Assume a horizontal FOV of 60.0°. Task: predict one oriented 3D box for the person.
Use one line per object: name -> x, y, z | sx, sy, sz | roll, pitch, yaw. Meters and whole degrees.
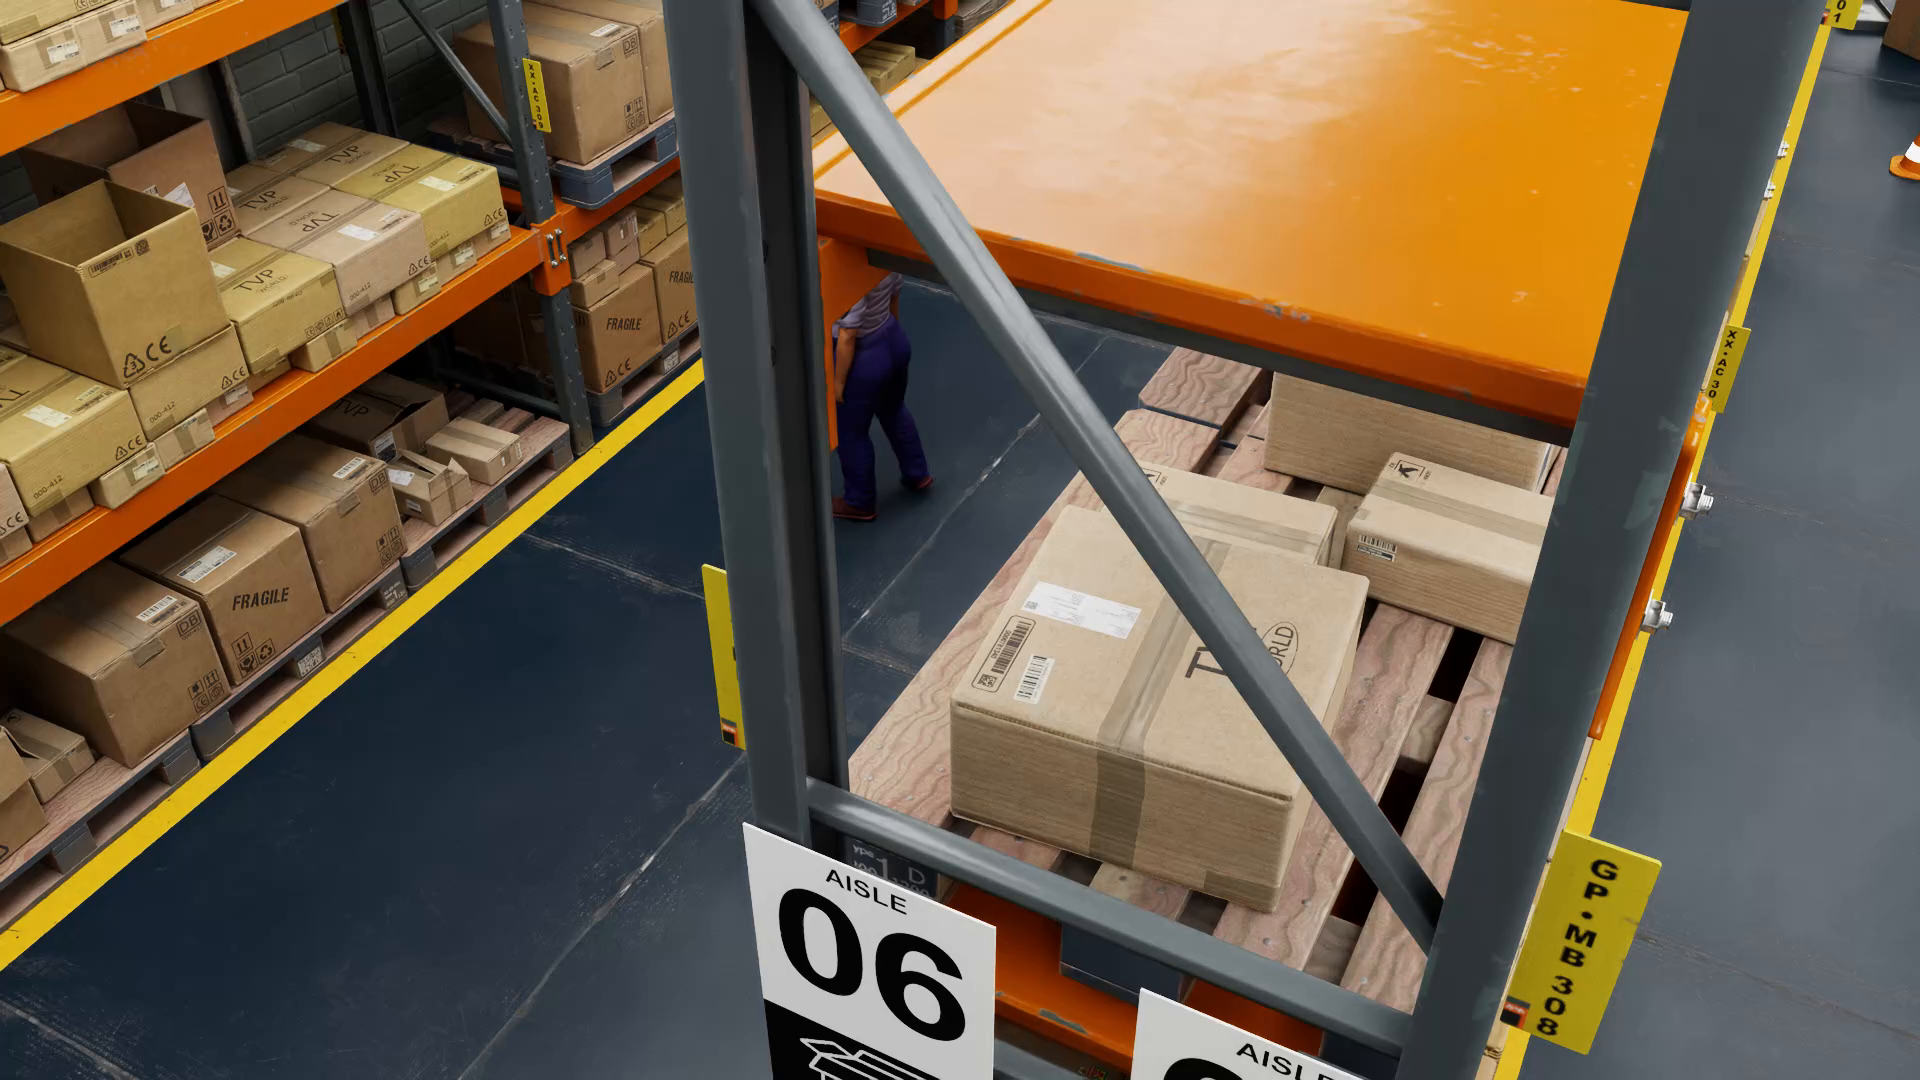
person -> -0.407, -0.828, 7.767 | 0.440, 1.716, 0.579 | 18, 42, 22
